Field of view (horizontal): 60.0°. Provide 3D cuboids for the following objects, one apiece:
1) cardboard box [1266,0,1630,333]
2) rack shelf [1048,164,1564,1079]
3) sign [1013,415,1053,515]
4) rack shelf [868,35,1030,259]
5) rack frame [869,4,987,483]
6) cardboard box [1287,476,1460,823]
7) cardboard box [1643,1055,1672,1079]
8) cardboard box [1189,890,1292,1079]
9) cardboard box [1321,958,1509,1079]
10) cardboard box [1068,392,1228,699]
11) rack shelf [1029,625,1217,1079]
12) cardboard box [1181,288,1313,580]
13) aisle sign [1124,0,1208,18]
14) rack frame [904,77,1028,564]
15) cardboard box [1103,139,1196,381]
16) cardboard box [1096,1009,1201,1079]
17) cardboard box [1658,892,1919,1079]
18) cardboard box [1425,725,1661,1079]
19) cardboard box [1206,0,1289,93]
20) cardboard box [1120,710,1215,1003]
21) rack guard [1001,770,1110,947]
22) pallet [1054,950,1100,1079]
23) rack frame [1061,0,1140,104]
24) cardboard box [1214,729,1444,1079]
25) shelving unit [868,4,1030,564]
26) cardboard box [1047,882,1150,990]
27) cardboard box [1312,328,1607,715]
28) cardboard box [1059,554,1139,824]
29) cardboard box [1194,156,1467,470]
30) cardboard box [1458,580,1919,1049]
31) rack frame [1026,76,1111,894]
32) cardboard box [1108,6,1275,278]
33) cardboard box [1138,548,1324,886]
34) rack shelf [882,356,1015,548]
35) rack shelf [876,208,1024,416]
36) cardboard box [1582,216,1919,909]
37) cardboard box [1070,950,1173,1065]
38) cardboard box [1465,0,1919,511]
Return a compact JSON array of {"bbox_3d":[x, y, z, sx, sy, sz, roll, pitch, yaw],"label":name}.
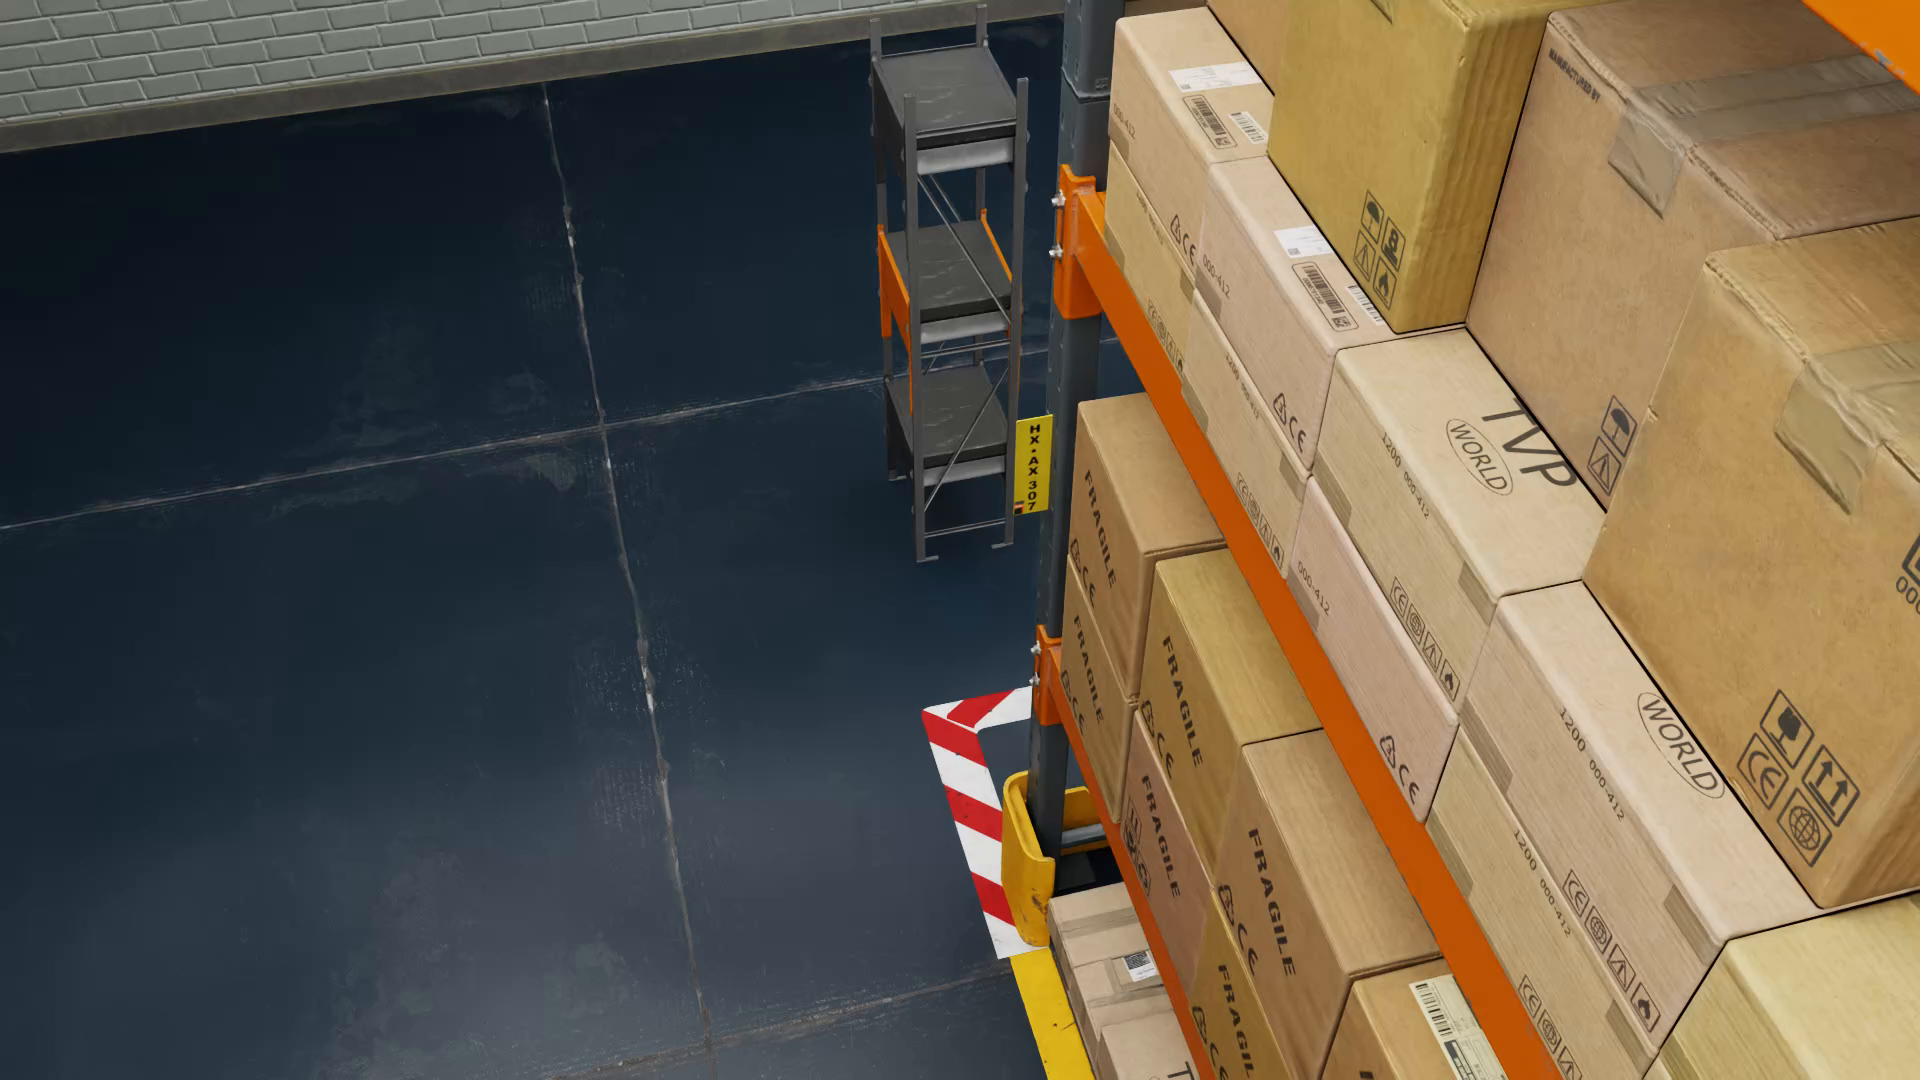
[{"bbox_3d":[0.906,-0.707,2.472,0.700,0.500,0.500,-11,47,-10],"label":"cardboard box"},{"bbox_3d":[1.225,0.599,2.467,1.077,0.370,4.000,-11,47,-10],"label":"rack shelf"},{"bbox_3d":[0.188,-0.188,4.228,0.100,0.325,0.005,-11,47,-10],"label":"sign"},{"bbox_3d":[-0.042,-1.330,5.622,0.431,0.518,0.480,-11,47,-10],"label":"rack shelf"},{"bbox_3d":[-0.105,-1.018,6.277,0.400,2.100,0.015,-11,47,-10],"label":"rack frame"},{"bbox_3d":[0.844,0.112,2.545,0.500,0.250,0.500,-11,47,-10],"label":"cardboard box"},{"bbox_3d":[1.101,0.802,1.868,0.500,0.250,0.500,-11,47,-10],"label":"cardboard box"},{"bbox_3d":[0.834,1.038,3.563,0.500,0.500,0.500,-11,47,-10],"label":"cardboard box"},{"bbox_3d":[0.967,1.042,2.859,0.500,0.500,0.500,-11,47,-11],"label":"cardboard box"},{"bbox_3d":[0.571,-0.015,3.894,0.500,0.500,0.500,-9,46,-9],"label":"cardboard box"},{"bbox_3d":[1.225,1.648,3.538,1.077,0.370,4.000,-11,47,-10],"label":"rack shelf"},{"bbox_3d":[0.714,-0.233,2.883,0.500,0.250,0.500,-11,47,-10],"label":"cardboard box"},{"bbox_3d":[0.411,-0.888,3.699,0.394,0.787,0.004,-11,47,-10],"label":"aisle sign"},{"bbox_3d":[0.020,-0.681,5.947,0.400,2.100,0.015,-11,47,-10],"label":"rack frame"},{"bbox_3d":[0.598,-0.580,3.223,0.500,0.250,0.500,-11,47,-10],"label":"cardboard box"},{"bbox_3d":[0.706,1.597,4.702,0.500,0.250,0.500,-11,47,-10],"label":"cardboard box"},{"bbox_3d":[1.099,0.628,1.690,0.500,0.250,0.500,-11,47,-10],"label":"cardboard box"},{"bbox_3d":[0.978,0.456,2.208,0.500,0.250,0.500,-11,47,-10],"label":"cardboard box"},{"bbox_3d":[0.860,-1.067,2.825,0.700,0.500,0.500,-11,47,-10],"label":"cardboard box"},{"bbox_3d":[0.709,0.691,3.903,0.500,0.500,0.500,-11,47,-11],"label":"cardboard box"},{"bbox_3d":[0.732,0.943,5.476,1.175,0.500,0.348,-11,47,-10],"label":"rack guard"},{"bbox_3d":[0.937,1.595,5.040,1.003,0.211,1.213,-11,47,-10],"label":"pallet"},{"bbox_3d":[0.713,-2.084,2.492,1.000,3.000,0.127,-11,47,-10],"label":"rack frame"},{"bbox_3d":[0.836,0.691,3.202,0.500,0.500,0.500,-10,46,-10],"label":"cardboard box"},{"bbox_3d":[-0.042,-0.849,6.112,0.431,2.100,0.503,-11,47,-10],"label":"shelving unit"},{"bbox_3d":[0.488,1.212,5.150,0.380,0.149,0.250,-11,47,-10],"label":"cardboard box"},{"bbox_3d":[0.848,-0.064,2.367,0.500,0.250,0.500,-11,47,-10],"label":"cardboard box"},{"bbox_3d":[0.571,0.335,4.251,0.500,0.500,0.500,-10,46,-9],"label":"cardboard box"},{"bbox_3d":[0.714,-0.408,2.704,0.500,0.250,0.500,-11,47,-10],"label":"cardboard box"},{"bbox_3d":[0.972,0.282,2.028,0.500,0.250,0.500,-11,47,-10],"label":"cardboard box"},{"bbox_3d":[0.713,0.016,4.634,1.000,3.000,0.127,-11,47,-10],"label":"rack frame"},{"bbox_3d":[0.593,-0.754,3.044,0.500,0.250,0.500,-11,47,-10],"label":"cardboard box"},{"bbox_3d":[0.713,0.345,3.542,0.500,0.500,0.500,-10,46,-10],"label":"cardboard box"},{"bbox_3d":[-0.042,-0.350,6.622,0.431,0.518,0.480,-11,47,-10],"label":"rack shelf"},{"bbox_3d":[-0.042,-0.840,6.122,0.431,0.518,0.480,-11,47,-10],"label":"rack shelf"},{"bbox_3d":[1.175,-0.019,1.798,0.700,0.500,0.500,-11,47,-10],"label":"cardboard box"},{"bbox_3d":[0.552,1.378,4.975,0.380,0.166,0.250,-11,47,-10],"label":"cardboard box"},{"bbox_3d":[1.138,-0.381,2.153,0.700,0.500,0.500,-11,47,-10],"label":"cardboard box"}]
